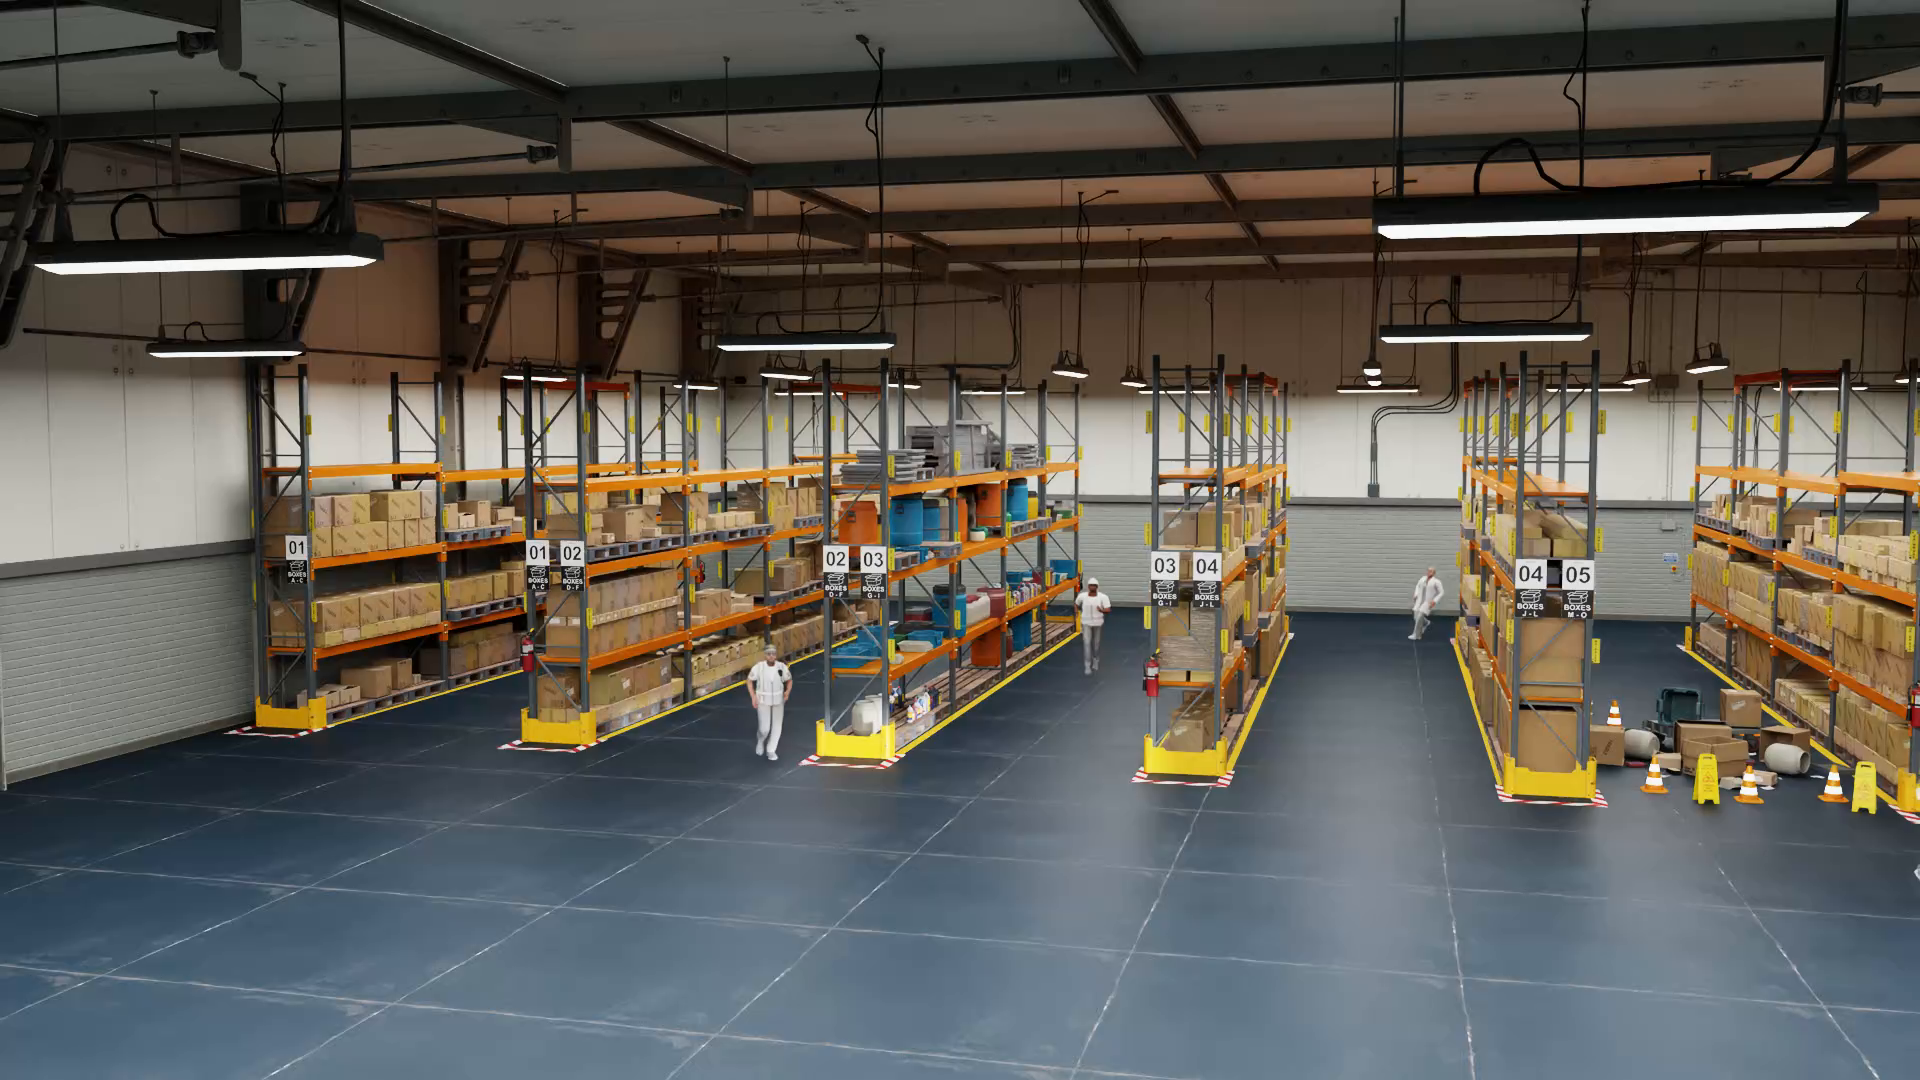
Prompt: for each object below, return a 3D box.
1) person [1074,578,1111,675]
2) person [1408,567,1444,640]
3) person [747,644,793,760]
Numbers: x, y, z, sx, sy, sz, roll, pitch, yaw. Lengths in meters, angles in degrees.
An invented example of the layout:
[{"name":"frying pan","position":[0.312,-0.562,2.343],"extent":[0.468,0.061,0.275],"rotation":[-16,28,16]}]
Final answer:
[{"name":"person","position":[2.519,1.617,31.628],"extent":[0.693,1.789,0.879],"rotation":[0,4,4]},{"name":"person","position":[10.897,1.476,38.760],"extent":[0.725,1.702,0.758],"rotation":[-3,5,-40]},{"name":"person","position":[-2.825,2.418,24.926],"extent":[0.680,1.746,0.604],"rotation":[-1,4,-18]}]
